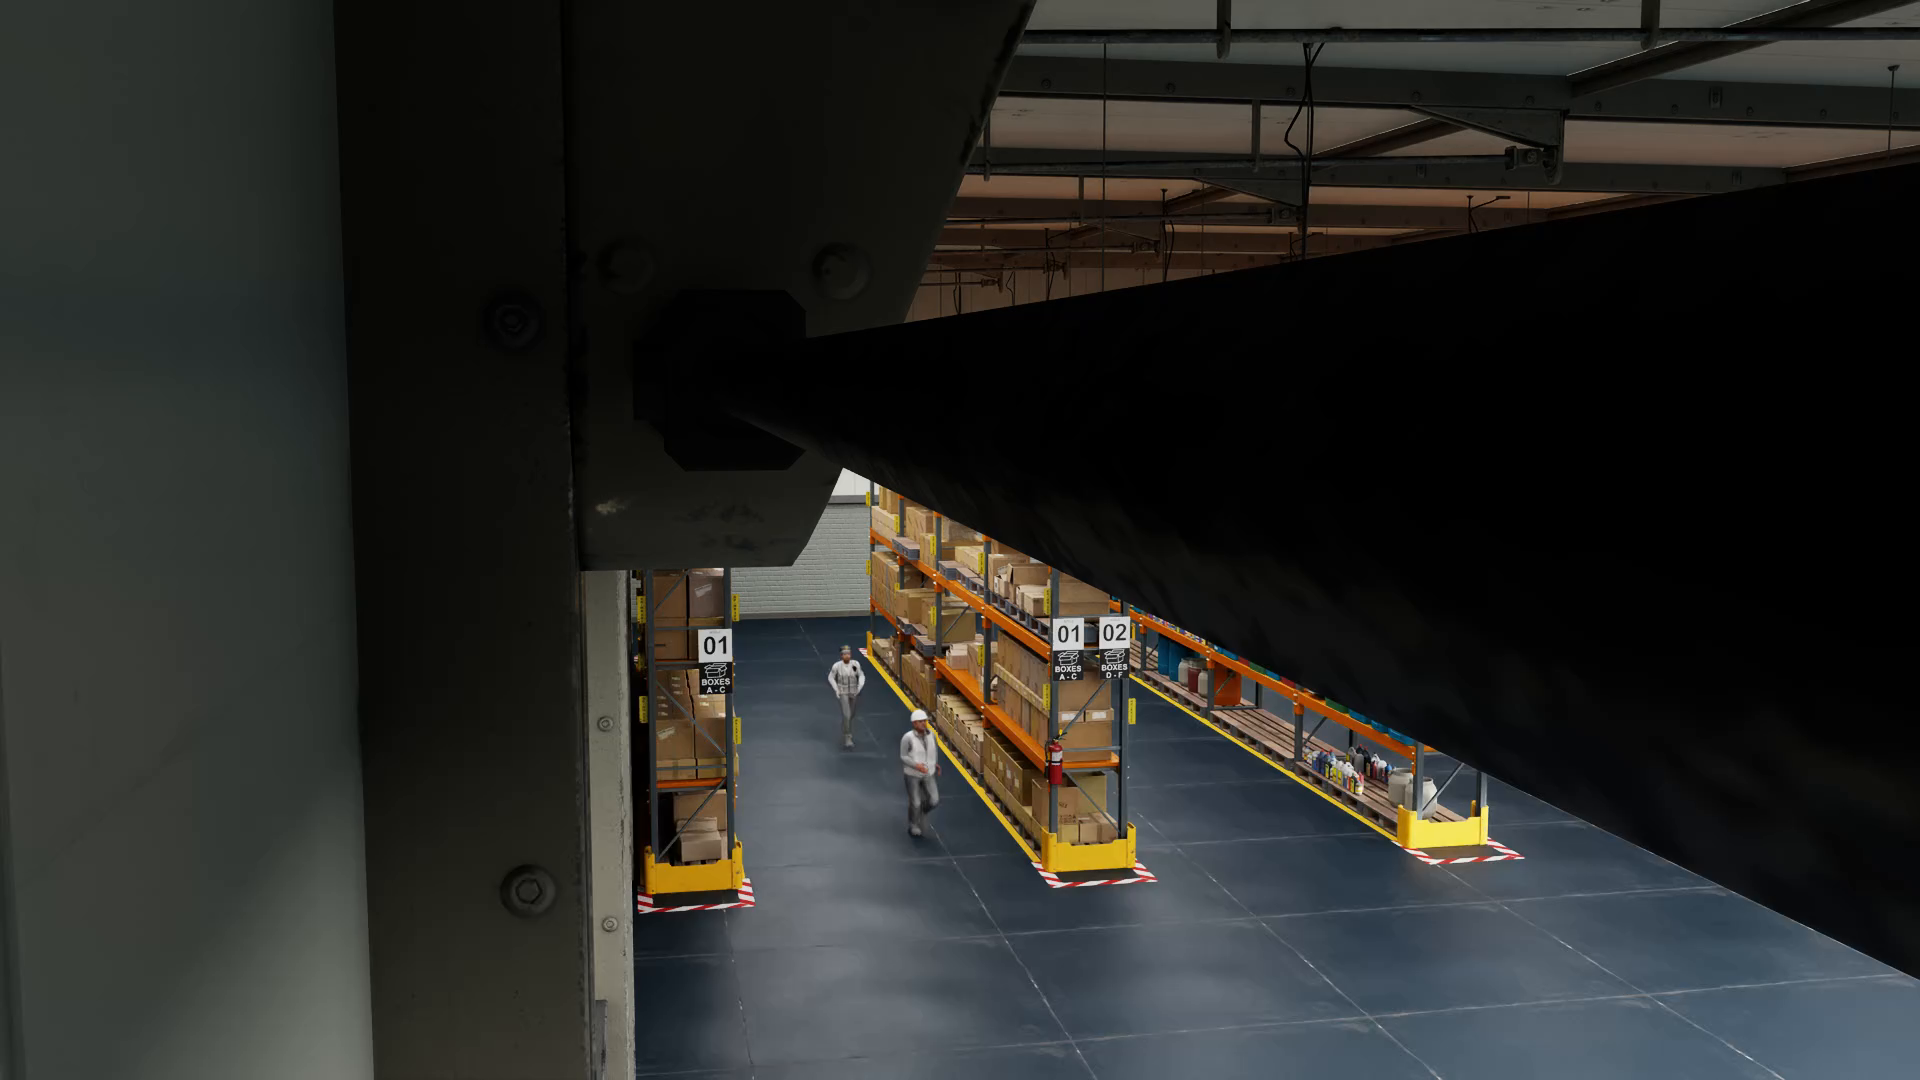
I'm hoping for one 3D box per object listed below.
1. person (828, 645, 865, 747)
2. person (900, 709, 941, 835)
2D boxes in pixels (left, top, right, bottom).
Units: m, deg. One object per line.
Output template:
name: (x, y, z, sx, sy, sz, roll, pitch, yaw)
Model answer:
person: (-1.905, 2.589, 27.980, 0.616, 1.708, 0.695, -2, 6, -16)
person: (-0.507, 3.134, 22.367, 0.640, 1.726, 0.662, -3, 7, -28)
